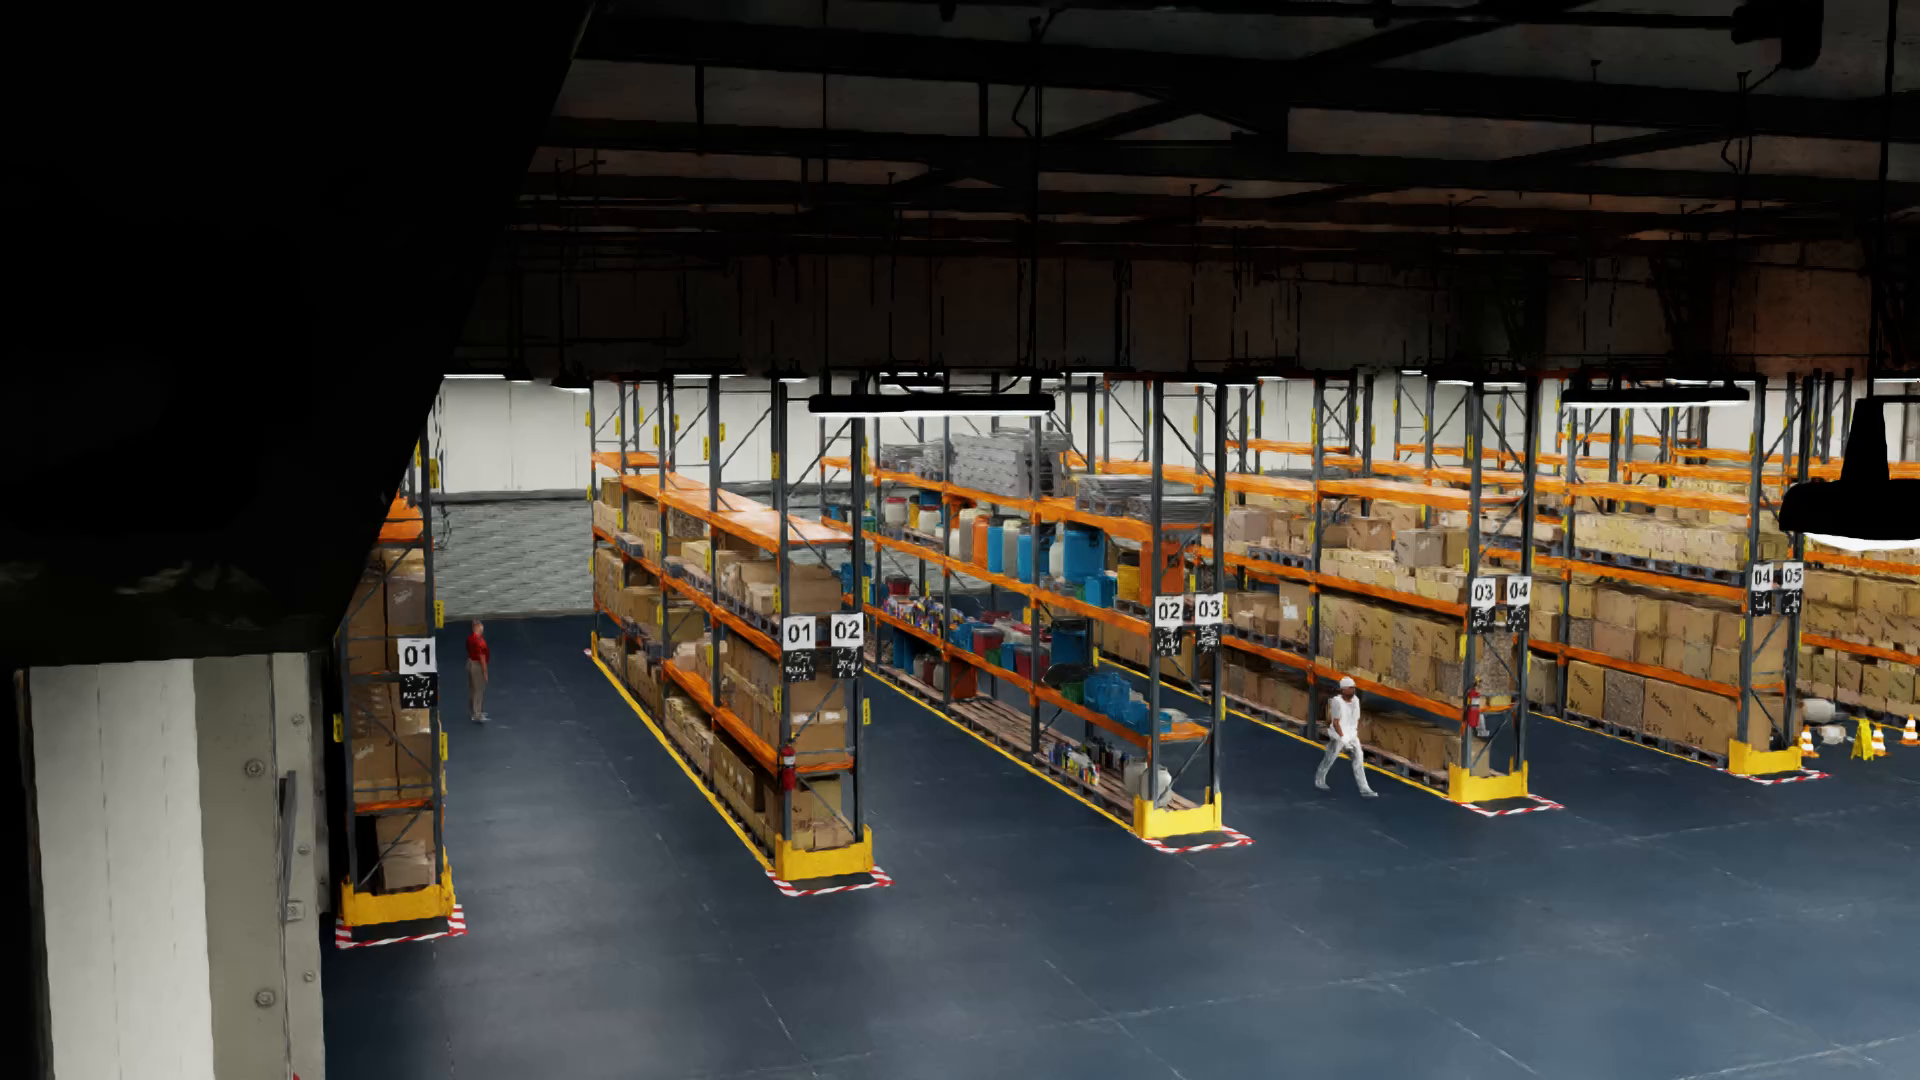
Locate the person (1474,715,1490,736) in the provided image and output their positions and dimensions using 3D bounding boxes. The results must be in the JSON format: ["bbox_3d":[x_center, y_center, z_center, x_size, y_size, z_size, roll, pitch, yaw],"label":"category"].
[{"bbox_3d":[8.735,2.369,27.736,0.575,1.714,1.104,-1,6,-11],"label":"person"}]

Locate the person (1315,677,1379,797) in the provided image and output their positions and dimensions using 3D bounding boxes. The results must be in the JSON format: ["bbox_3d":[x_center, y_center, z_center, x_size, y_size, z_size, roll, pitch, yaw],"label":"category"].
[{"bbox_3d":[5.527,2.807,23.834,0.554,1.724,1.023,-3,7,-28],"label":"person"}]

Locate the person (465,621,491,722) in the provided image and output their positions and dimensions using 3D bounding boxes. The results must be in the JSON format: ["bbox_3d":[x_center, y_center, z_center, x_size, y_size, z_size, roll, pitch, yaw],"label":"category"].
[{"bbox_3d":[-8.326,2.246,28.774,0.407,1.733,0.648,-5,8,-40],"label":"person"}]
